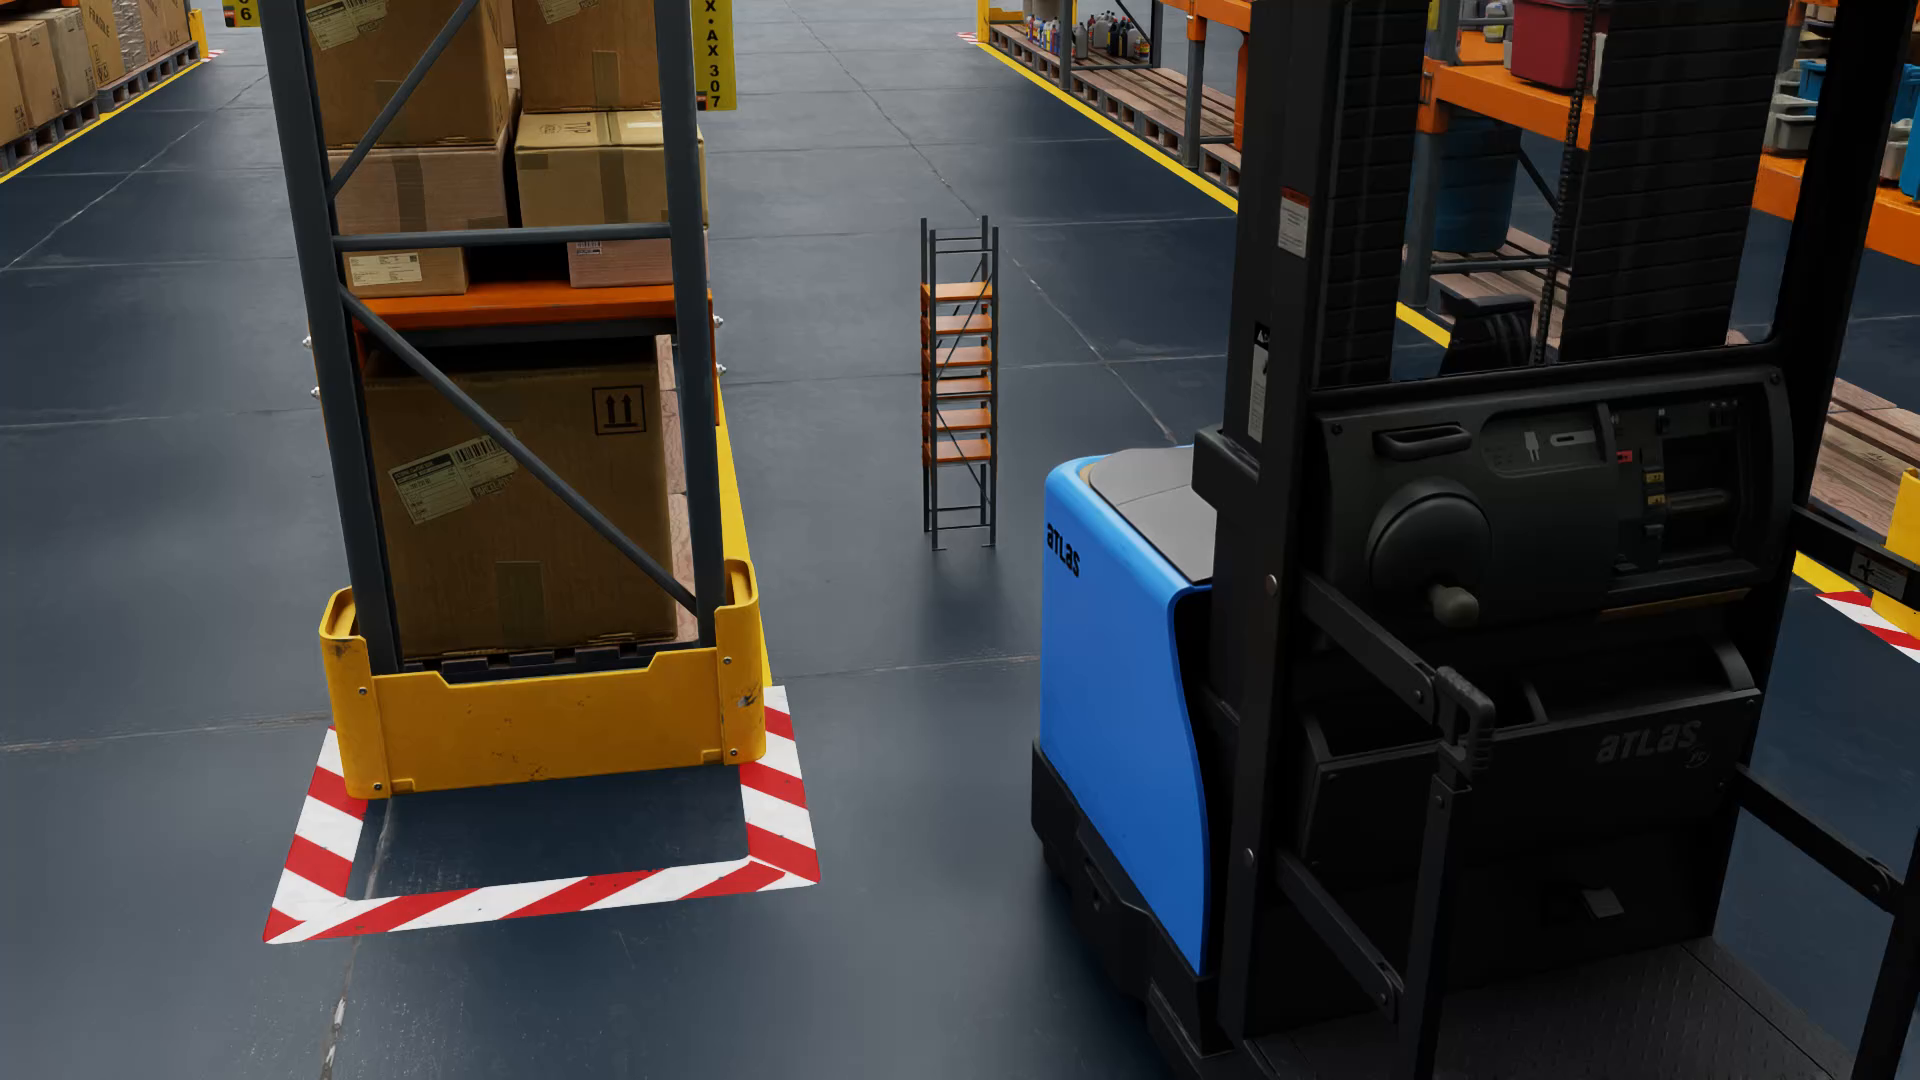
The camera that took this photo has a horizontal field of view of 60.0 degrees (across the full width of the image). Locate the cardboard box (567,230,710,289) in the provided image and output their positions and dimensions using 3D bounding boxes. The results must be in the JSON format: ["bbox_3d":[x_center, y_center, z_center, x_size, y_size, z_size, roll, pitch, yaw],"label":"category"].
[{"bbox_3d":[-0.905,-0.819,4.692,0.380,0.149,0.250,-4,24,-9],"label":"cardboard box"}]

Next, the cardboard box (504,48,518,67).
[{"bbox_3d":[-1.802,-1.613,6.012,0.500,0.250,0.500,-4,24,-10],"label":"cardboard box"}]

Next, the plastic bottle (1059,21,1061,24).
[{"bbox_3d":[1.065,-5.321,17.529,0.061,0.283,0.133,-4,24,-10],"label":"plastic bottle"}]

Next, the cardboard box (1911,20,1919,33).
[{"bbox_3d":[10.989,-6.052,18.932,0.500,0.500,0.500,-6,24,-14],"label":"cardboard box"}]

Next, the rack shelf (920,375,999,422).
[{"bbox_3d":[-0.003,-0.515,6.041,0.258,0.103,0.180,-4,24,-10],"label":"rack shelf"}]

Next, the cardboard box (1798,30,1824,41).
[{"bbox_3d":[7.179,-4.272,14.494,0.500,0.311,0.500,-5,24,-11],"label":"cardboard box"}]

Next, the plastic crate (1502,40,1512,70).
[{"bbox_3d":[2.909,-2.423,8.305,0.396,0.136,0.243,-4,24,-10],"label":"plastic crate"}]

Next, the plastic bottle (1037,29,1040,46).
[{"bbox_3d":[0.874,-5.400,17.814,0.097,0.201,0.097,0,24,0],"label":"plastic bottle"}]

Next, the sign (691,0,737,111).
[{"bbox_3d":[-0.618,-1.242,4.166,0.100,0.325,0.005,-4,24,-10],"label":"sign"}]

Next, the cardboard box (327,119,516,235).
[{"bbox_3d":[-1.515,-1.009,4.628,0.500,0.250,0.500,-5,24,-11],"label":"cardboard box"}]

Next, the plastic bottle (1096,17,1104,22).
[{"bbox_3d":[1.561,-5.538,18.036,0.152,0.276,0.135,-5,24,-11],"label":"plastic bottle"}]

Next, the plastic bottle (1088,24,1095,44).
[{"bbox_3d":[1.441,-5.487,18.013,0.097,0.201,0.097,0,24,0],"label":"plastic bottle"}]

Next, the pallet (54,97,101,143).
[{"bbox_3d":[-8.059,-3.587,14.200,1.003,0.211,1.213,-4,24,-10],"label":"pallet"}]

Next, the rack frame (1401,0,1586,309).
[{"bbox_3d":[2.964,-2.710,8.708,1.000,3.000,0.127,-4,24,-10],"label":"rack frame"}]

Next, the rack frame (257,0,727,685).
[{"bbox_3d":[-1.164,-0.770,4.266,1.000,3.000,0.127,-4,24,-10],"label":"rack frame"}]

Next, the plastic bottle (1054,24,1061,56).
[{"bbox_3d":[1.047,-5.152,17.059,0.144,0.351,0.185,-6,24,-12],"label":"plastic bottle"}]

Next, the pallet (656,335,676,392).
[{"bbox_3d":[-1.840,-0.761,7.729,1.003,0.211,1.213,-4,24,-10],"label":"pallet"}]

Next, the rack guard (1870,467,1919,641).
[{"bbox_3d":[3.721,0.017,5.587,1.175,0.500,0.348,-4,24,-10],"label":"rack guard"}]

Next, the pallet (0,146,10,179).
[{"bbox_3d":[-7.608,-2.628,12.003,1.003,0.211,1.213,-4,24,-10],"label":"pallet"}]

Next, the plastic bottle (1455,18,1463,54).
[{"bbox_3d":[2.692,-2.767,9.086,0.097,0.201,0.097,0,24,0],"label":"plastic bottle"}]

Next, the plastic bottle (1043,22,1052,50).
[{"bbox_3d":[0.961,-5.309,17.512,0.152,0.276,0.135,-4,24,-9],"label":"plastic bottle"}]

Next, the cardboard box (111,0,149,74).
[{"bbox_3d":[-8.494,-4.989,16.055,0.875,0.875,0.875,-4,24,-9],"label":"cardboard box"}]

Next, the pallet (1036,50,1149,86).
[{"bbox_3d":[1.401,-4.846,17.083,1.003,0.211,1.213,-4,24,-10],"label":"pallet"}]

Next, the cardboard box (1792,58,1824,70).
[{"bbox_3d":[6.896,-3.505,13.100,0.500,0.500,0.500,-3,24,-7],"label":"cardboard box"}]

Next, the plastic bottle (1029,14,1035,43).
[{"bbox_3d":[0.798,-5.561,18.078,0.061,0.283,0.133,-4,24,-9],"label":"plastic bottle"}]

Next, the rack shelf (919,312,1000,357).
[{"bbox_3d":[-0.003,-0.735,5.945,0.258,0.103,0.180,-4,24,-10],"label":"rack shelf"}]

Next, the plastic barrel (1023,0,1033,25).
[{"bbox_3d":[0.942,-6.230,19.349,0.421,0.512,0.421,0,24,0],"label":"plastic barrel"}]

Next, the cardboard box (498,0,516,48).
[{"bbox_3d":[-1.882,-2.149,6.302,0.500,0.500,0.500,-5,24,-11],"label":"cardboard box"}]

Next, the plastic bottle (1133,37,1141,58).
[{"bbox_3d":[1.819,-5.014,16.929,0.097,0.201,0.097,0,24,0],"label":"plastic bottle"}]

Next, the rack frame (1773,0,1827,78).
[{"bbox_3d":[7.093,-4.649,13.147,1.000,3.000,0.127,-4,24,-10],"label":"rack frame"}]

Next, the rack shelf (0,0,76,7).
[{"bbox_3d":[-7.906,-4.047,12.667,1.077,0.370,4.000,-4,24,-10],"label":"rack shelf"}]

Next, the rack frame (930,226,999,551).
[{"bbox_3d":[0.014,-0.520,5.940,0.240,1.200,0.006,-4,24,-10],"label":"rack frame"}]

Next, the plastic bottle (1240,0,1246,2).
[{"bbox_3d":[2.002,-3.903,11.586,0.061,0.283,0.133,-4,24,-10],"label":"plastic bottle"}]

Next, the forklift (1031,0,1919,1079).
[{"bbox_3d":[1.114,-0.049,2.699,1.130,2.935,3.031,-7,25,-16],"label":"forklift"}]

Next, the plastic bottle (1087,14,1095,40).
[{"bbox_3d":[1.430,-5.588,18.141,0.061,0.283,0.133,-4,24,-10],"label":"plastic bottle"}]

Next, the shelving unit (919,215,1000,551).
[{"bbox_3d":[-0.003,-0.556,6.023,0.258,1.200,0.189,-4,24,-10],"label":"shelving unit"}]

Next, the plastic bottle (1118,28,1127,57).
[{"bbox_3d":[1.665,-5.089,16.998,0.061,0.283,0.133,-4,24,-10],"label":"plastic bottle"}]

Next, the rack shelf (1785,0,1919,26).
[{"bbox_3d":[7.463,-3.533,11.489,1.077,0.370,4.000,-4,24,-10],"label":"rack shelf"}]

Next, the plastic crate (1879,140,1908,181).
[{"bbox_3d":[3.375,-1.351,5.850,0.396,0.136,0.243,-4,24,-10],"label":"plastic crate"}]

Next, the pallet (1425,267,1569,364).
[{"bbox_3d":[3.138,-1.146,8.611,1.003,0.211,1.213,-4,24,-10],"label":"pallet"}]

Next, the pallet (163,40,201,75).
[{"bbox_3d":[-8.791,-5.150,17.778,1.003,0.211,1.213,-4,24,-10],"label":"pallet"}]

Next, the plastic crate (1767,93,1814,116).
[{"bbox_3d":[3.187,-1.689,6.624,0.298,0.136,0.250,-4,24,-10],"label":"plastic crate"}]

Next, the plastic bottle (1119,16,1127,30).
[{"bbox_3d":[1.708,-5.267,17.322,0.144,0.351,0.185,-5,24,-12],"label":"plastic bottle"}]

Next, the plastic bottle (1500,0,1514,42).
[{"bbox_3d":[3.185,-3.008,9.544,0.152,0.276,0.135,-4,24,-10],"label":"plastic bottle"}]

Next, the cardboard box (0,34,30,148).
[{"bbox_3d":[-7.726,-3.341,12.438,1.050,0.750,0.750,-4,24,-9],"label":"cardboard box"}]

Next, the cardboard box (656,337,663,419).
[{"bbox_3d":[-1.694,-0.943,6.791,0.875,0.875,0.875,-4,24,-10],"label":"cardboard box"}]

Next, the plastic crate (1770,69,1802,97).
[{"bbox_3d":[3.581,-1.954,7.232,0.293,0.136,0.466,-4,24,-10],"label":"plastic crate"}]

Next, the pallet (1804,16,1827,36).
[{"bbox_3d":[10.611,-6.534,20.946,1.003,0.211,1.213,-4,24,-10],"label":"pallet"}]

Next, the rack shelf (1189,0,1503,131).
[{"bbox_3d":[2.594,-3.167,10.653,1.077,0.370,4.000,-4,24,-10],"label":"rack shelf"}]
